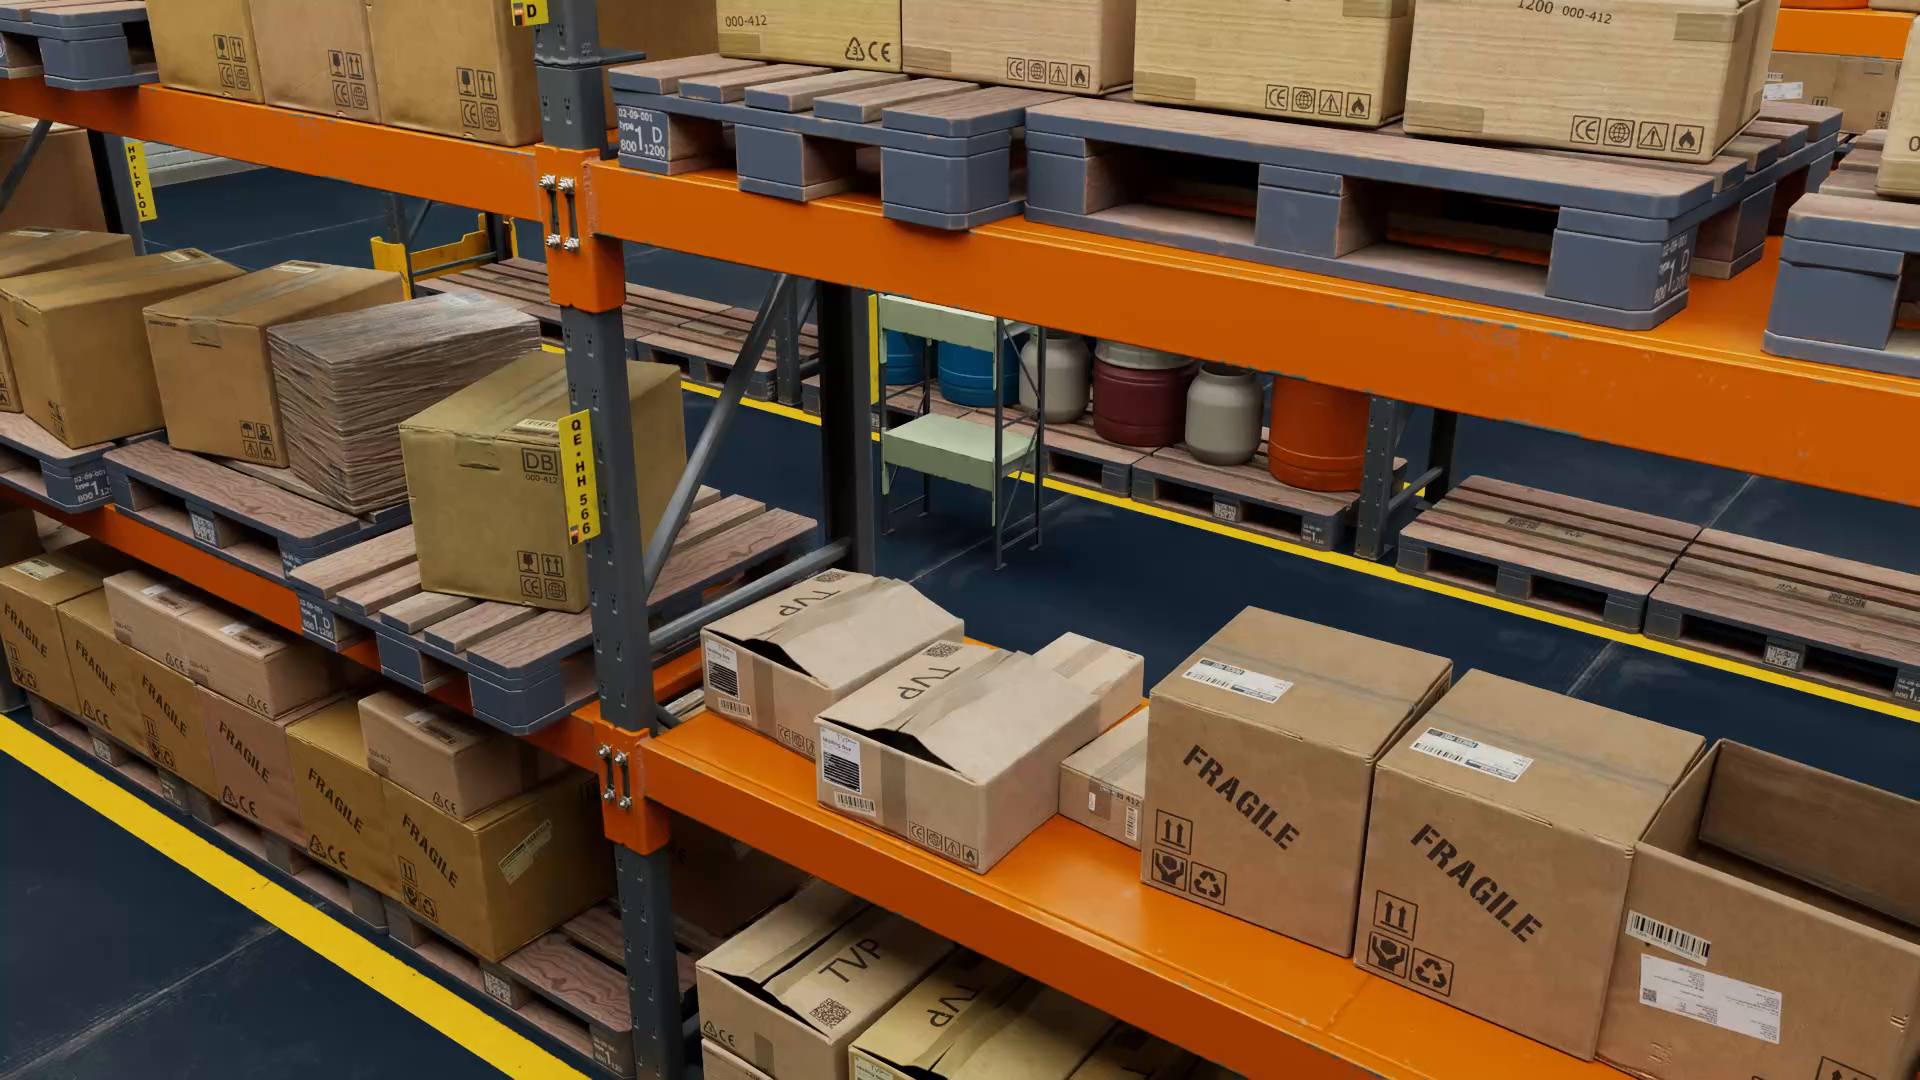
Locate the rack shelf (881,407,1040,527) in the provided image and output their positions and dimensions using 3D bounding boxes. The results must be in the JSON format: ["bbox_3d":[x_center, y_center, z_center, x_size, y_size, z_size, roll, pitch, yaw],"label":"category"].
[{"bbox_3d":[0.005,-0.386,8.575,0.720,0.370,0.431,17,29,33],"label":"rack shelf"}]

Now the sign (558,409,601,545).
[{"bbox_3d":[-0.920,-0.151,4.035,0.005,0.325,0.100,17,29,33],"label":"sign"}]

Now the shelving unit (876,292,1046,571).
[{"bbox_3d":[0.005,-0.685,8.444,0.755,1.500,0.431,17,29,33],"label":"shelving unit"}]

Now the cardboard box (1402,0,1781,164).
[{"bbox_3d":[1.105,-0.846,2.895,0.500,0.250,0.500,14,27,29],"label":"cardboard box"}]

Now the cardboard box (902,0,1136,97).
[{"bbox_3d":[0.225,-1.119,3.513,0.500,0.250,0.500,18,29,35],"label":"cardboard box"}]

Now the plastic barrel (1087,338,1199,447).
[{"bbox_3d":[1.066,-0.907,9.557,0.708,0.588,0.600,17,29,33],"label":"plastic barrel"}]

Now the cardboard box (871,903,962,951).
[{"bbox_3d":[-0.035,1.022,4.904,0.500,0.311,0.500,18,29,35],"label":"cardboard box"}]

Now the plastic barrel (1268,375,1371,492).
[{"bbox_3d":[1.970,-0.744,8.889,0.708,0.830,0.600,17,29,33],"label":"plastic barrel"}]

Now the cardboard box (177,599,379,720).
[{"bbox_3d":[-2.360,0.356,5.847,0.500,0.250,0.500,16,29,32],"label":"cardboard box"}]

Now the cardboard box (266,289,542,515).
[{"bbox_3d":[-1.791,-0.471,5.455,0.700,0.500,0.500,-20,31,-38],"label":"cardboard box"}]

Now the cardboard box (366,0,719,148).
[{"bbox_3d":[-0.971,-1.348,4.245,0.500,0.500,0.910,17,29,33],"label":"cardboard box"}]

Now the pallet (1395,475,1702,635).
[{"bbox_3d":[2.968,0.044,8.389,1.213,0.211,1.003,17,29,33],"label":"pallet"}]

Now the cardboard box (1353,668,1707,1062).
[{"bbox_3d":[1.171,0.647,3.437,0.500,0.500,0.500,17,29,33],"label":"cardboard box"}]

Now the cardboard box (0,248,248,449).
[{"bbox_3d":[-2.970,-0.707,5.991,0.700,0.500,0.500,-21,31,-39],"label":"cardboard box"}]

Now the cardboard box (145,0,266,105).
[{"bbox_3d":[-1.796,-1.597,4.810,0.500,0.500,0.910,17,29,33],"label":"cardboard box"}]

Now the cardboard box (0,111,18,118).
[{"bbox_3d":[-4.424,-1.635,7.376,0.500,0.500,0.500,16,28,32],"label":"cardboard box"}]

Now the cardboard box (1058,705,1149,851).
[{"bbox_3d":[0.452,0.570,4.047,0.250,0.149,0.380,19,30,37],"label":"cardboard box"}]

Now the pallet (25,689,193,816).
[{"bbox_3d":[-3.129,0.659,6.994,1.213,0.211,1.003,17,29,33],"label":"pallet"}]

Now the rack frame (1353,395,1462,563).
[{"bbox_3d":[2.372,-1.432,8.280,0.127,3.000,1.000,17,29,33],"label":"rack frame"}]

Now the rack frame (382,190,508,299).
[{"bbox_3d":[-4.030,-3.367,12.671,0.127,3.000,1.000,17,29,33],"label":"rack frame"}]

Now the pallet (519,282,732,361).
[{"bbox_3d":[-2.421,-1.583,12.082,1.213,0.211,1.003,17,29,33],"label":"pallet"}]

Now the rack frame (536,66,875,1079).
[{"bbox_3d":[-0.602,0.165,4.655,0.127,3.000,1.000,17,29,33],"label":"rack frame"}]

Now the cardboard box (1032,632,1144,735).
[{"bbox_3d":[0.283,0.408,4.414,0.250,0.149,0.380,17,29,33],"label":"cardboard box"}]

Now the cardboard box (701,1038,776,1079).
[{"bbox_3d":[-0.359,1.453,4.622,0.500,0.250,0.500,17,29,33],"label":"cardboard box"}]

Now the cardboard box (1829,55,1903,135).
[{"bbox_3d":[6.305,-3.048,11.302,0.700,0.500,0.500,-22,32,-40],"label":"cardboard box"}]

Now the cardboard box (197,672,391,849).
[{"bbox_3d":[-2.329,0.707,5.979,0.500,0.500,0.500,16,28,31],"label":"cardboard box"}]

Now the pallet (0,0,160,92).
[{"bbox_3d":[-2.491,-1.659,5.307,1.003,0.211,1.213,17,29,33],"label":"pallet"}]

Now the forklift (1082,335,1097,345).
[{"bbox_3d":[0.963,-2.872,11.633,3.031,2.935,1.130,-4,24,-9],"label":"forklift"}]

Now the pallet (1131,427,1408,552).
[{"bbox_3d":[1.716,-0.333,9.244,1.213,0.211,1.003,17,29,33],"label":"pallet"}]

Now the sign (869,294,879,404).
[{"bbox_3d":[-0.272,-0.545,4.830,0.005,0.325,0.100,17,29,33],"label":"sign"}]

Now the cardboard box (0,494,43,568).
[{"bbox_3d":[-4.429,0.094,7.371,0.500,0.500,0.500,17,29,33],"label":"cardboard box"}]

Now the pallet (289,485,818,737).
[{"bbox_3d":[-1.187,0.112,5.014,1.003,0.211,1.213,17,29,33],"label":"pallet"}]

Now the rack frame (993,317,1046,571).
[{"bbox_3d":[0.298,-0.596,8.243,0.023,1.500,0.400,17,29,33],"label":"rack frame"}]

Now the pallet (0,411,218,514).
[{"bbox_3d":[-3.229,-0.486,6.370,1.213,0.211,1.003,17,29,33],"label":"pallet"}]

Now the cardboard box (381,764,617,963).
[{"bbox_3d":[-1.491,0.957,5.412,0.500,0.500,0.500,18,30,35],"label":"cardboard box"}]

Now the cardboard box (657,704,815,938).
[{"bbox_3d":[-0.795,0.905,5.529,0.500,0.500,0.500,18,30,35],"label":"cardboard box"}]

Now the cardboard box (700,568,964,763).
[{"bbox_3d":[-0.337,0.308,4.441,0.500,0.311,0.500,19,30,36],"label":"cardboard box"}]

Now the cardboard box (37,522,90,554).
[{"bbox_3d":[-4.009,0.056,7.692,0.500,0.311,0.500,17,29,33],"label":"cardboard box"}]

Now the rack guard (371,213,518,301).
[{"bbox_3d":[-4.057,-2.224,13.178,0.348,0.500,1.175,17,29,33],"label":"rack guard"}]

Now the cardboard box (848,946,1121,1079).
[{"bbox_3d":[0.066,1.320,4.227,0.500,0.311,0.500,16,28,32],"label":"cardboard box"}]

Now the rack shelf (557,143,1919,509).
[{"bbox_3d":[0.998,-0.395,3.098,4.000,0.370,1.077,17,29,33],"label":"rack shelf"}]

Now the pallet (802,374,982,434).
[{"bbox_3d":[-0.237,-0.923,10.584,1.213,0.211,1.003,17,29,33],"label":"pallet"}]

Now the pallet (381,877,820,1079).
[{"bbox_3d":[-1.177,1.249,5.655,1.213,0.211,1.003,17,29,33],"label":"pallet"}]

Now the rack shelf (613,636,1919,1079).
[{"bbox_3d":[0.998,0.978,3.702,4.000,0.370,1.077,17,29,33],"label":"rack shelf"}]

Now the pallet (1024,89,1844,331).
[{"bbox_3d":[0.891,-0.716,3.170,1.213,0.211,1.003,18,30,36],"label":"pallet"}]

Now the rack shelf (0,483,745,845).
[{"bbox_3d":[-2.203,0.011,5.898,4.000,0.370,1.077,17,29,33],"label":"rack shelf"}]

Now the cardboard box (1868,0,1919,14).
[{"bbox_3d":[1.659,-0.999,2.312,0.500,0.500,0.500,20,31,38],"label":"cardboard box"}]

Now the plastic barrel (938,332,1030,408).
[{"bbox_3d":[0.163,-1.323,10.114,0.708,0.901,0.600,17,29,33],"label":"plastic barrel"}]

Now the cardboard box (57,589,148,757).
[{"bbox_3d":[-3.129,0.461,6.537,0.500,0.500,0.500,17,29,34],"label":"cardboard box"}]
